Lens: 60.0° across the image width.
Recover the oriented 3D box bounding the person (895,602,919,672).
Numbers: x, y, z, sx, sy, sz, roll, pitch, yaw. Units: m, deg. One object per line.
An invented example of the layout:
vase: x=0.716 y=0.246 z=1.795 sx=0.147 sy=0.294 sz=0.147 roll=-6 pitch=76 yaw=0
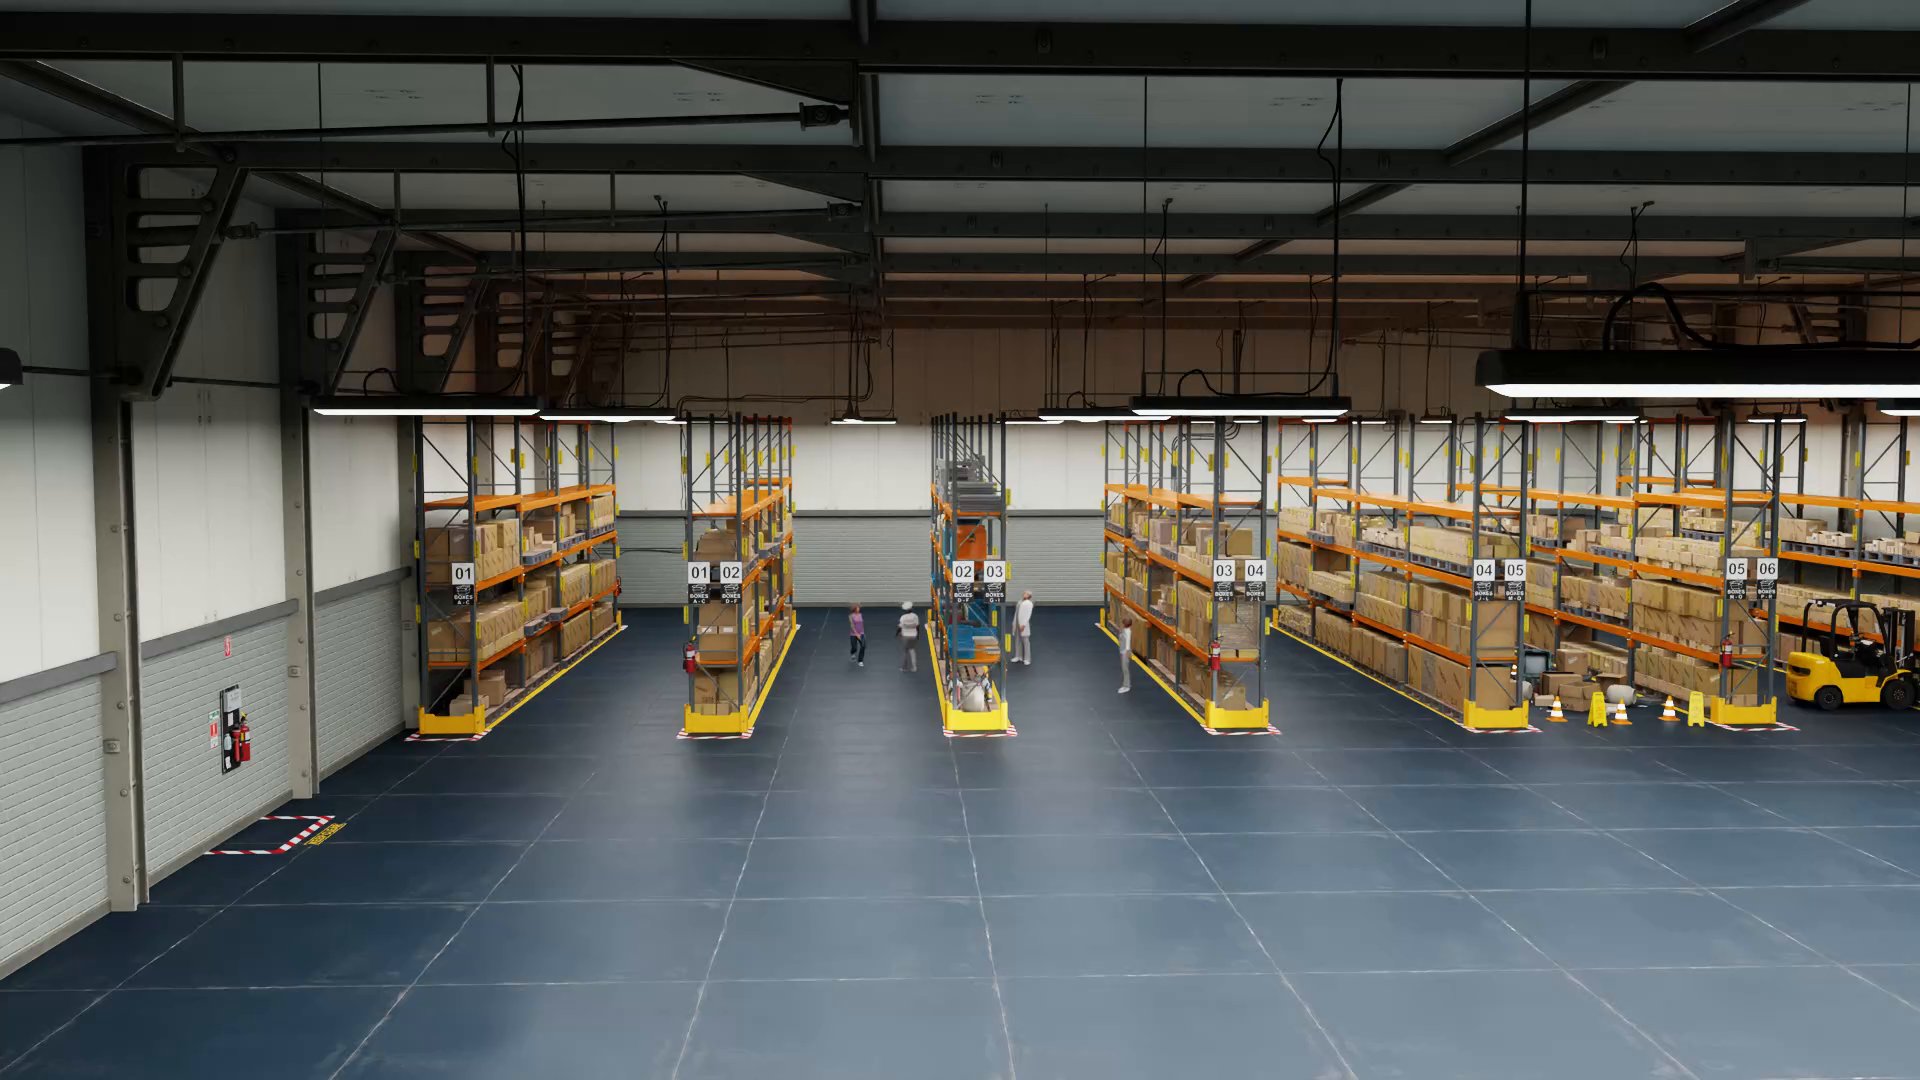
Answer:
person: x=-1.220 y=2.246 z=38.729 sx=0.539 sy=1.662 sz=0.650 roll=-2 pitch=5 yaw=-31

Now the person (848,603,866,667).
person: x=-2.429 y=2.268 z=39.941 sx=0.467 sy=1.488 sz=0.709 roll=-2 pitch=4 yaw=-26

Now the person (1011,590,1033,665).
person: x=1.477 y=2.119 z=40.321 sx=0.621 sy=1.795 sz=0.498 roll=4 pitch=5 yaw=44

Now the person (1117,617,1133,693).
person: x=3.558 y=2.478 z=35.996 sx=0.374 sy=1.610 sz=0.512 roll=0 pitch=4 yaw=-4
